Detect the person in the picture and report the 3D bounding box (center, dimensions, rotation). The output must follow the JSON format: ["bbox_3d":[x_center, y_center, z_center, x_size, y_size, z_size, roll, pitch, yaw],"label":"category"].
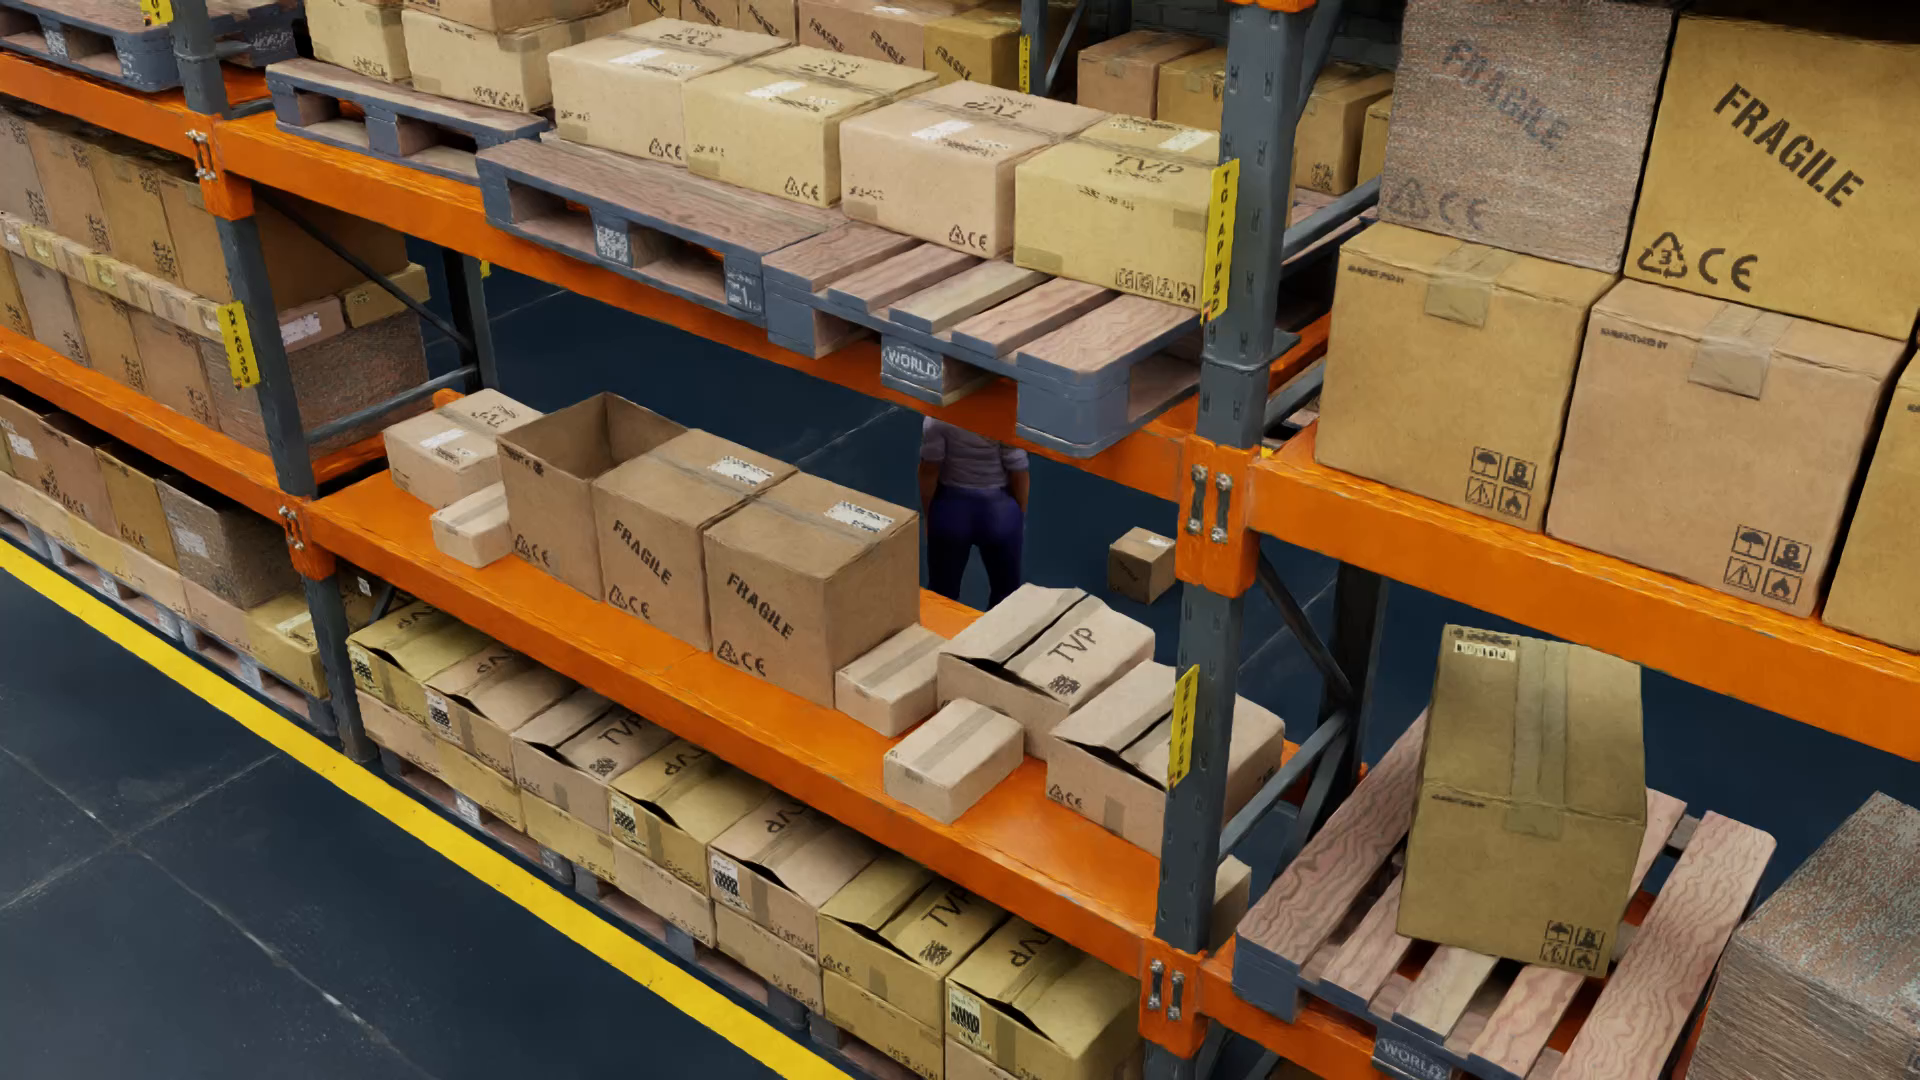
[{"bbox_3d":[0.063,-0.092,7.277,0.484,1.647,0.394,3,31,5],"label":"person"}]
